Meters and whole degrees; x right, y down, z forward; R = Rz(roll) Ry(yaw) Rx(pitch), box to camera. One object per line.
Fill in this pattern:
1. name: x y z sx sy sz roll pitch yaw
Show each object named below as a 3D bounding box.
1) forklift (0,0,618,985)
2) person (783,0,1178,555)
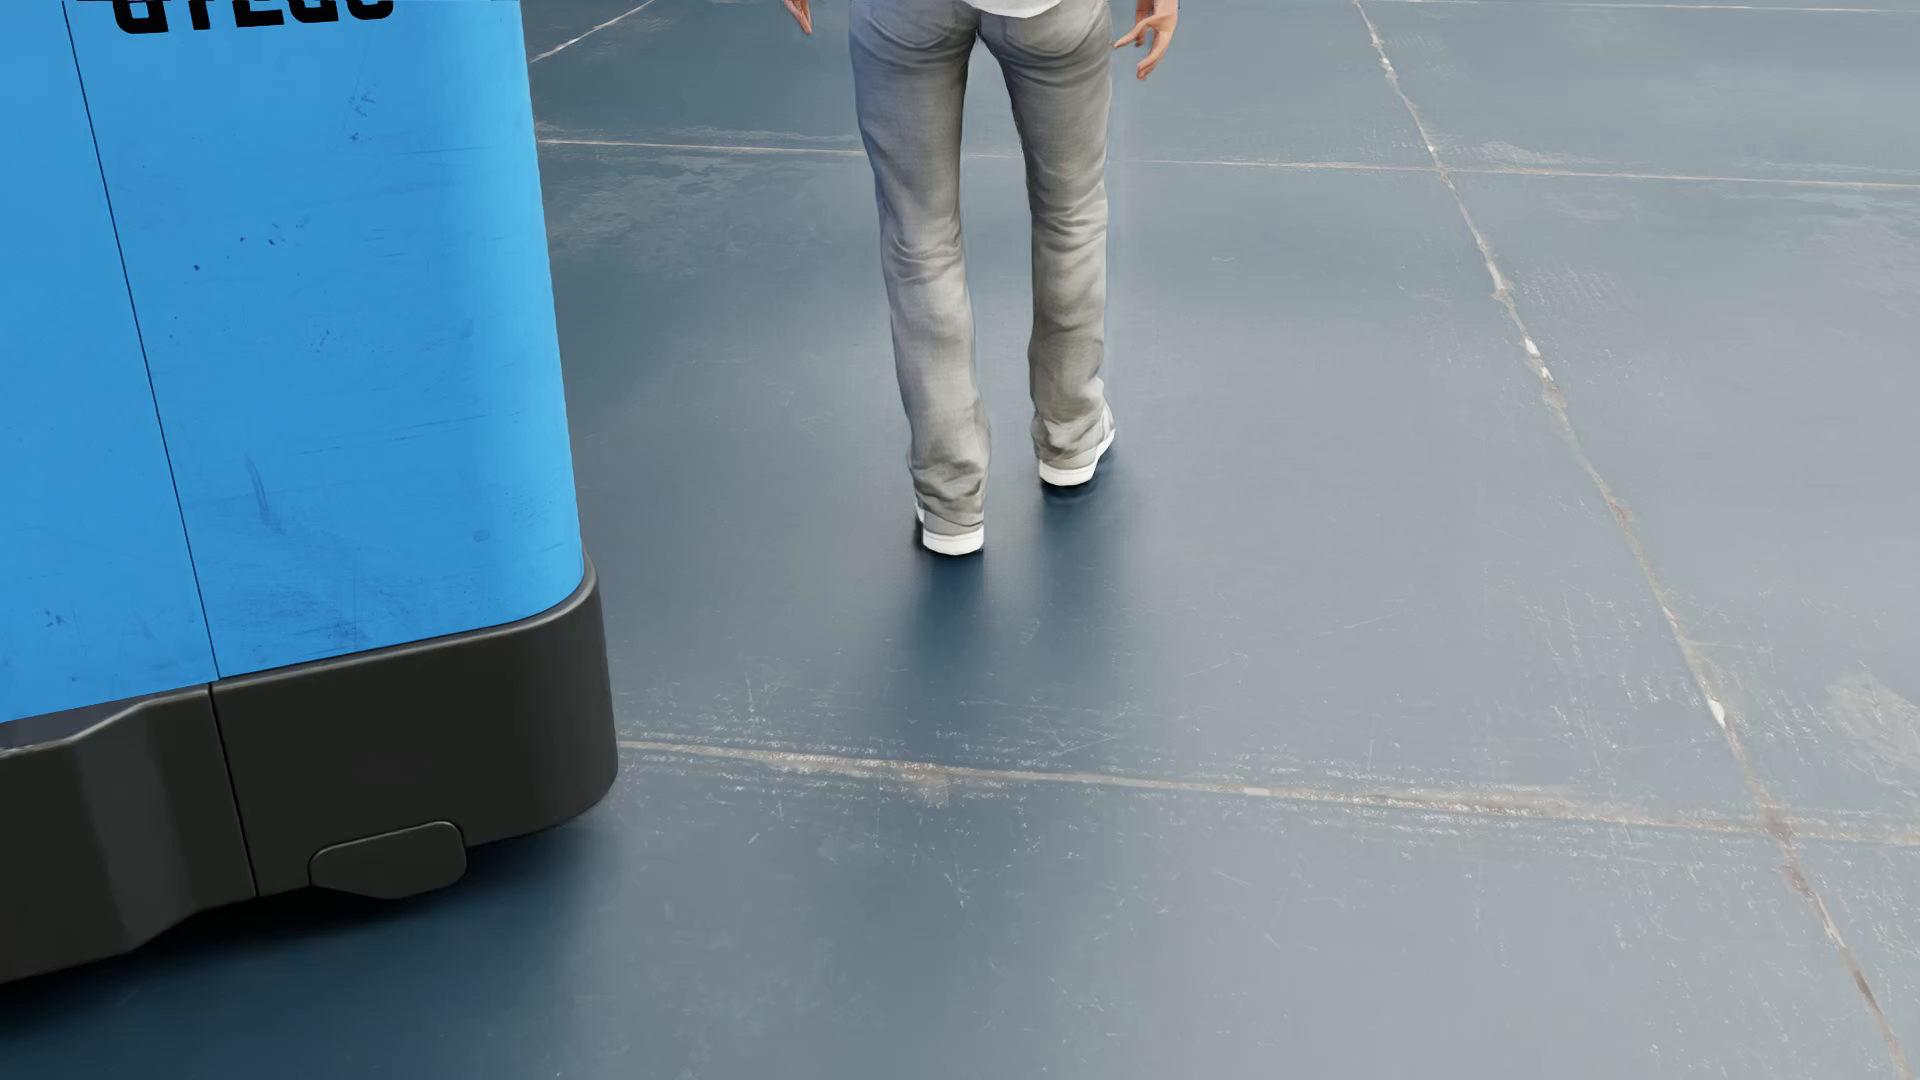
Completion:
1. forklift: -1.939 -0.905 1.031 3.031 2.935 1.130 -11 29 -21
2. person: 0.017 -0.778 2.297 0.552 1.578 0.543 0 27 0
